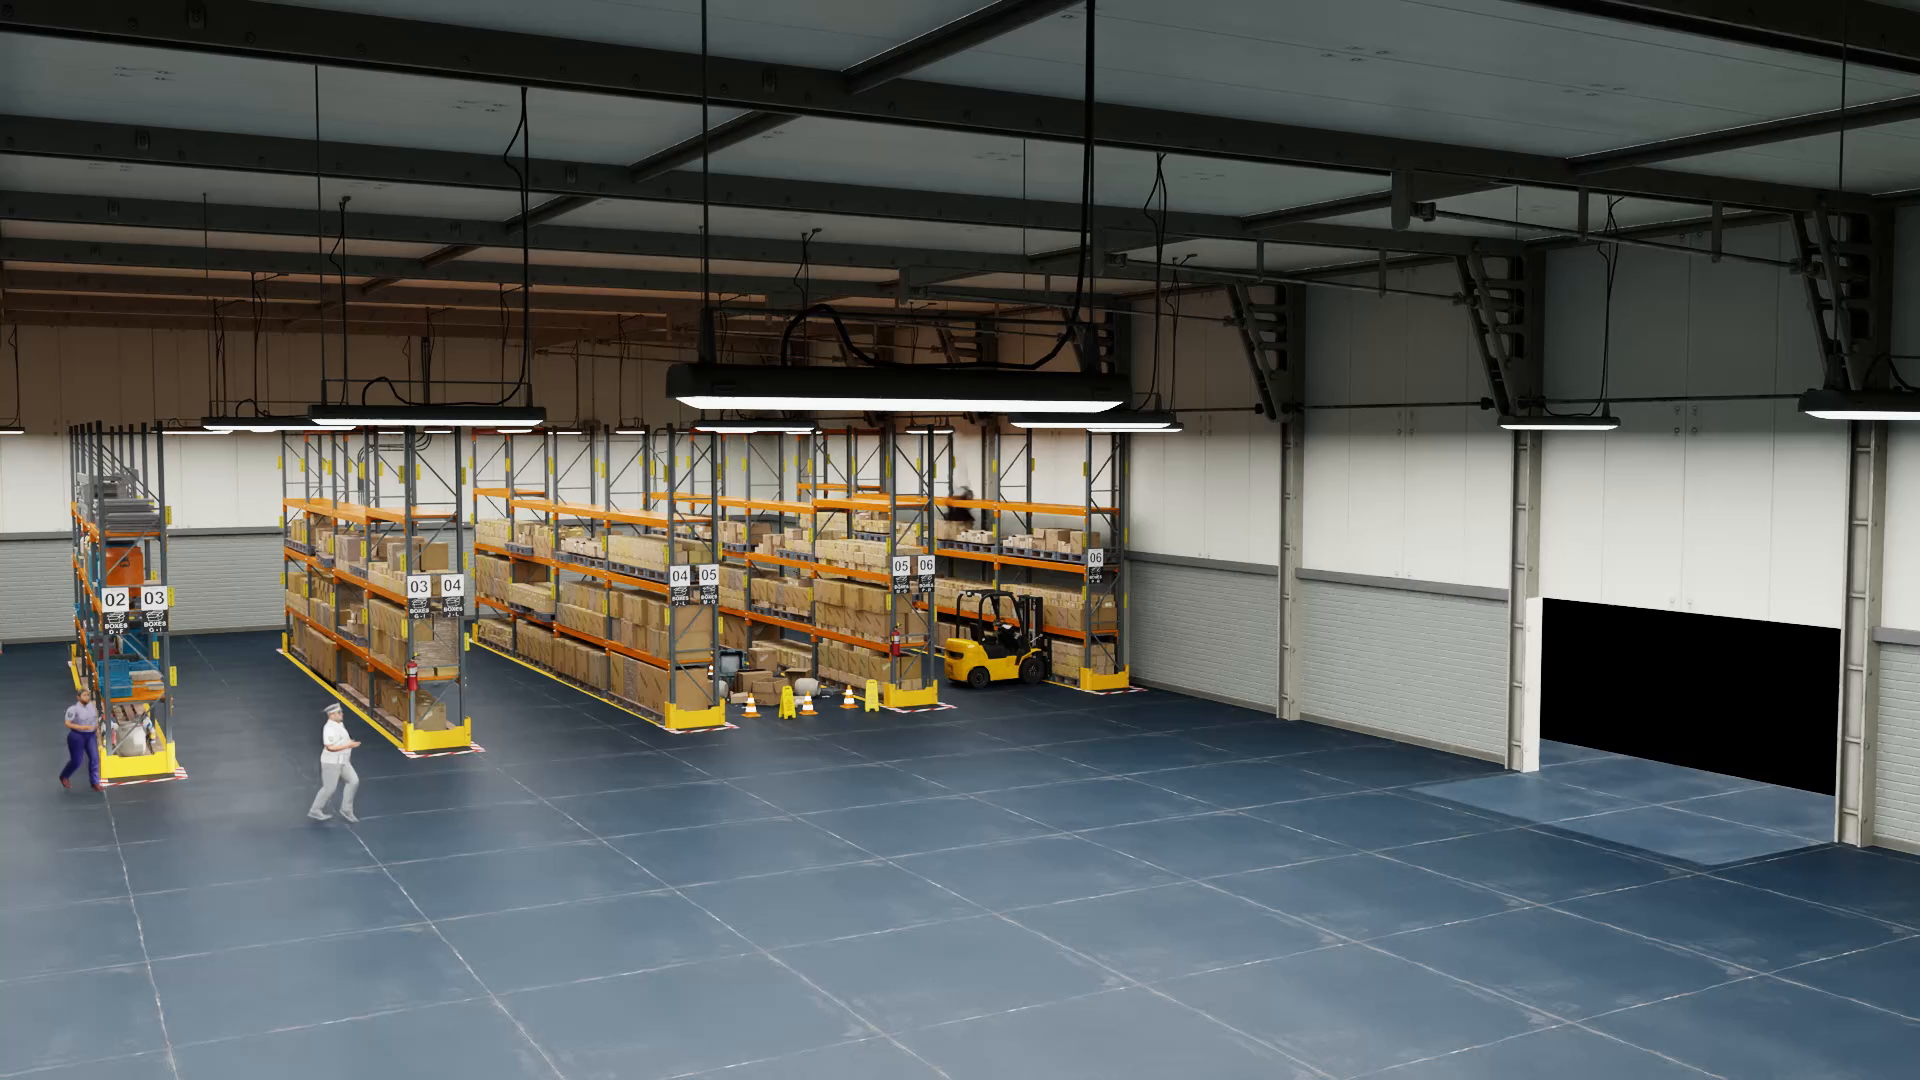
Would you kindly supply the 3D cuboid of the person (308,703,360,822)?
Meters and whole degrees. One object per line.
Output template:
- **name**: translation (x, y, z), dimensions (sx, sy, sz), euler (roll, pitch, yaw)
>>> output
- **person**: translation (-9.257, 3.328, 24.646), dimensions (0.795, 1.852, 0.640), euler (0, 4, -1)

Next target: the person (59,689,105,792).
- **person**: translation (-14.220, 3.238, 26.937), dimensions (0.831, 1.677, 0.628), euler (2, 4, 24)

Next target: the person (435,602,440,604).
- **person**: translation (-14.424, 2.058, 45.366), dimensions (0.773, 1.726, 0.633), euler (0, 4, 0)

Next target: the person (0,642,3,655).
- **person**: translation (-20.748, 2.639, 35.346), dimensions (0.700, 1.729, 0.795), euler (-2, 4, -31)
